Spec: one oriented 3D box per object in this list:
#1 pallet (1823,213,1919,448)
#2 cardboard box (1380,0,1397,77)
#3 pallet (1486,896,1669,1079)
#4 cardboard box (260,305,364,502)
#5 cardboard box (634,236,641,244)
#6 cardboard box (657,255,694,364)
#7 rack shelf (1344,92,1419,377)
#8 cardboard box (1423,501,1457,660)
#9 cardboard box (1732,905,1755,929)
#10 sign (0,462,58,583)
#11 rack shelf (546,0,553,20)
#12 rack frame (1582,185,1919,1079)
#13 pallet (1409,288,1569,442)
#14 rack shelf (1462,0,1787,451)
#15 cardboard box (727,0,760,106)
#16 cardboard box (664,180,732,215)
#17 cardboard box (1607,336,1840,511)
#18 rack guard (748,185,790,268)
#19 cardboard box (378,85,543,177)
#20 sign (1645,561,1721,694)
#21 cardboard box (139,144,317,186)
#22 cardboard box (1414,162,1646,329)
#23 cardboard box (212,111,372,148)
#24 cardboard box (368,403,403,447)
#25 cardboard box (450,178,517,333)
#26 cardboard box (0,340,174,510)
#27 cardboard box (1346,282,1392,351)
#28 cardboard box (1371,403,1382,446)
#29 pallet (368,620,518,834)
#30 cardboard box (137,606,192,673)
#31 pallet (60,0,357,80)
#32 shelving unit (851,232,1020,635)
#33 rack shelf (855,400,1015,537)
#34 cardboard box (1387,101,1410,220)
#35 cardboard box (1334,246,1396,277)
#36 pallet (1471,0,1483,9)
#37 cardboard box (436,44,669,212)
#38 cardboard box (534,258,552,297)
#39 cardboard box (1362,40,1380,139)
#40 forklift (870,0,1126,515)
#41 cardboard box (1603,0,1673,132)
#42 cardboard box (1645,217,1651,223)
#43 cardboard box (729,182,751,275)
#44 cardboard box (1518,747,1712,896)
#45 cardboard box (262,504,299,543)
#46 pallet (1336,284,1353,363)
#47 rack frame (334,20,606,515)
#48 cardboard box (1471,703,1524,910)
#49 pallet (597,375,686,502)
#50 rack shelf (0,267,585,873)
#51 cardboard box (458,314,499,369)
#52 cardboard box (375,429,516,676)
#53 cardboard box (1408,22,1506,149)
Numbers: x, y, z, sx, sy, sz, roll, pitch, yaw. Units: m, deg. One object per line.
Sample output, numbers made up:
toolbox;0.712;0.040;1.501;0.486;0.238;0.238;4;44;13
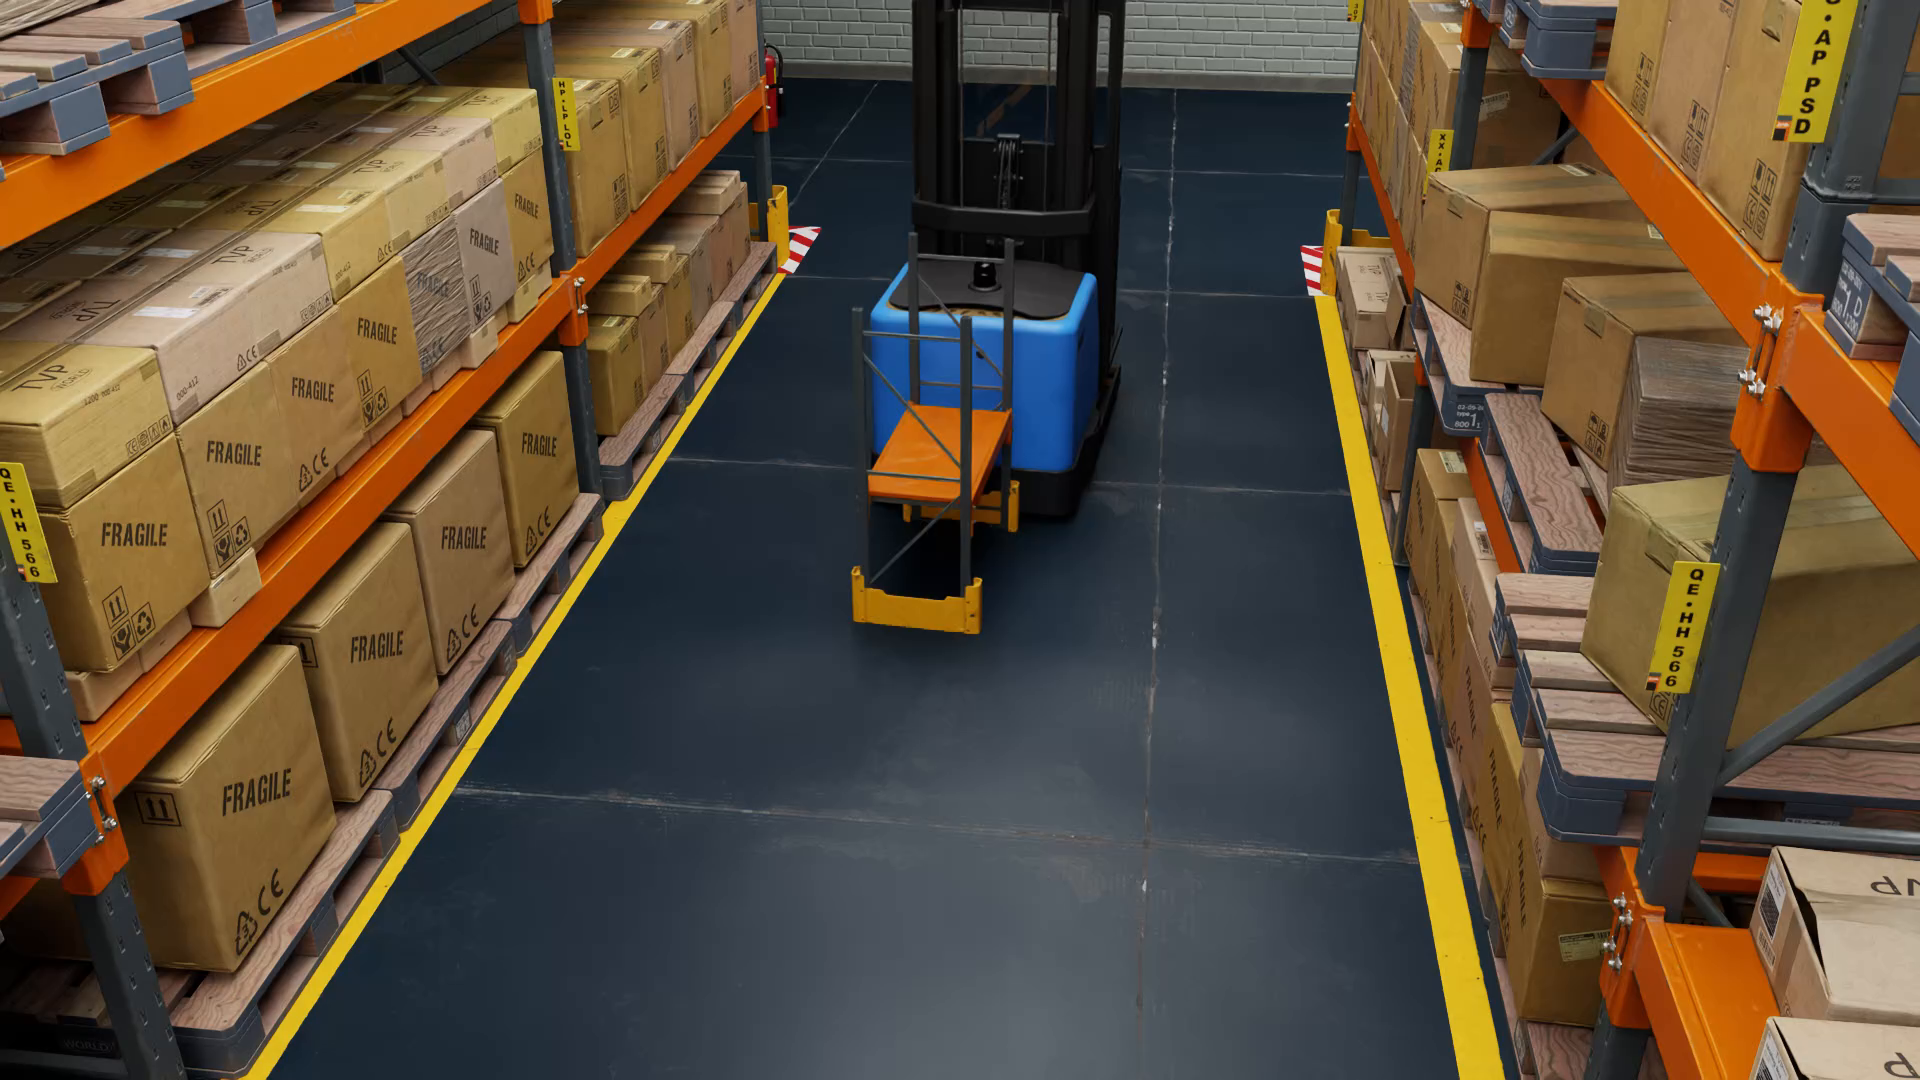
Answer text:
pallet;2.110;-0.219;2.530;1.213;0.211;1.003;5;29;9
cardboard box;2.645;-2.881;9.275;0.500;0.500;0.500;4;29;7
pallet;2.233;1.572;5.109;1.003;0.211;1.213;3;28;6
cardboard box;-2.364;-0.469;5.519;0.500;0.500;0.500;3;28;6
cardboard box;-2.156;-1.866;10.060;0.380;0.149;0.250;4;29;7
cardboard box;-1.999;-1.383;9.848;0.700;0.500;0.500;4;29;7
rack shelf;2.839;-1.814;9.213;1.077;0.370;4.000;3;28;6
cardboard box;2.239;0.183;6.919;0.500;0.500;0.500;4;29;7
cardboard box;2.443;1.403;4.655;0.500;0.500;0.500;5;29;8
sign;-2.273;-0.040;4.025;0.100;0.325;0.005;3;28;6
rack shelf;-2.078;-3.420;9.032;1.077;0.370;4.000;3;28;6
rack frame;2.104;0.694;3.800;1.000;3.000;0.127;3;28;6
pallet;2.388;-0.735;6.654;1.003;0.211;1.213;3;28;6
rack shelf;2.349;-1.251;5.006;1.077;0.370;4.000;3;28;6
cardboard box;-1.885;-3.249;10.803;0.980;0.700;0.700;5;29;9
cardboard box;-1.685;-2.201;10.682;0.380;0.149;0.250;4;29;8
cardboard box;2.371;-0.258;5.017;0.700;0.500;0.500;9;30;16
rack guard;-1.830;-2.269;11.934;1.175;0.500;0.348;3;28;6
cardboard box;-2.126;-1.754;7.113;0.500;0.250;0.500;4;29;7
sign;1.564;0.192;3.594;0.100;0.325;0.005;3;28;6
cardboard box;-2.752;-1.305;6.279;0.500;0.250;0.500;2;28;4
cardboard box;2.314;-1.208;6.781;0.700;0.500;0.500;-6;29;-11
cardboard box;-2.695;-1.541;6.717;0.500;0.250;0.500;4;29;7
cardboard box;-2.326;-0.478;6.218;0.380;0.149;0.250;4;29;8
cardboard box;-2.182;-1.186;6.849;0.500;0.500;0.500;4;29;7
cardboard box;-2.498;-0.319;4.448;0.500;0.250;0.500;4;29;7
cardboard box;2.613;-1.345;10.019;0.500;0.250;0.500;3;28;6
cardboard box;2.369;-0.592;8.729;0.380;0.149;0.250;3;28;6
pallet;-2.490;0.696;6.736;1.003;0.211;1.213;3;28;6
cardboard box;-2.503;0.250;4.867;0.380;0.149;0.250;4;29;7
pallet;-2.653;-1.662;5.210;1.003;0.211;1.213;5;29;9
shelving unit;-0.095;-0.511;7.617;0.587;1.500;1.083;6;29;10
rack shelf;-0.097;-0.348;7.694;0.538;0.185;1.000;6;29;10
cardboard box;2.523;-1.968;8.635;0.500;0.500;0.500;4;29;7
cardboard box;2.692;-1.833;11.032;0.380;0.149;0.250;3;28;6
pallet;2.444;-2.124;6.065;1.213;0.211;1.003;3;28;6
cardboard box;-2.145;-2.205;8.864;0.980;0.700;0.700;3;28;5
cardboard box;-2.083;-1.198;7.555;0.380;0.149;0.250;4;29;7
cardboard box;2.710;-2.679;9.955;0.500;0.500;0.500;3;28;6
forklift;0.345;-2.094;9.047;1.130;2.935;3.031;6;29;10
cardboard box;2.250;-1.363;4.349;0.910;0.500;0.500;3;28;6
cardboard box;2.927;-1.457;7.687;0.500;0.500;0.500;4;29;8
cardboard box;-1.819;-2.107;11.191;0.700;0.500;0.500;3;28;6
cardboard box;1.988;0.790;5.002;0.500;0.250;0.500;4;29;8
cardboard box;-2.455;-0.119;5.551;0.380;0.149;0.250;4;29;7
pallet;2.978;-1.433;10.688;1.003;0.211;1.213;3;28;6
rack frame;-2.323;-1.475;7.826;1.000;3.000;0.127;3;28;6
cardboard box;2.049;0.903;5.583;0.500;0.500;0.500;2;28;4
pallet;-2.152;-0.601;9.143;1.003;0.211;1.213;3;28;6
rack shelf;-2.568;-0.217;6.249;1.077;0.370;4.000;3;28;6
cardboard box;-2.141;-0.831;6.873;0.380;0.149;0.250;3;28;6
cardboard box;-2.379;0.018;6.877;0.750;0.750;0.750;4;29;8
cardboard box;2.459;-2.168;7.951;0.500;0.500;0.500;3;28;5
